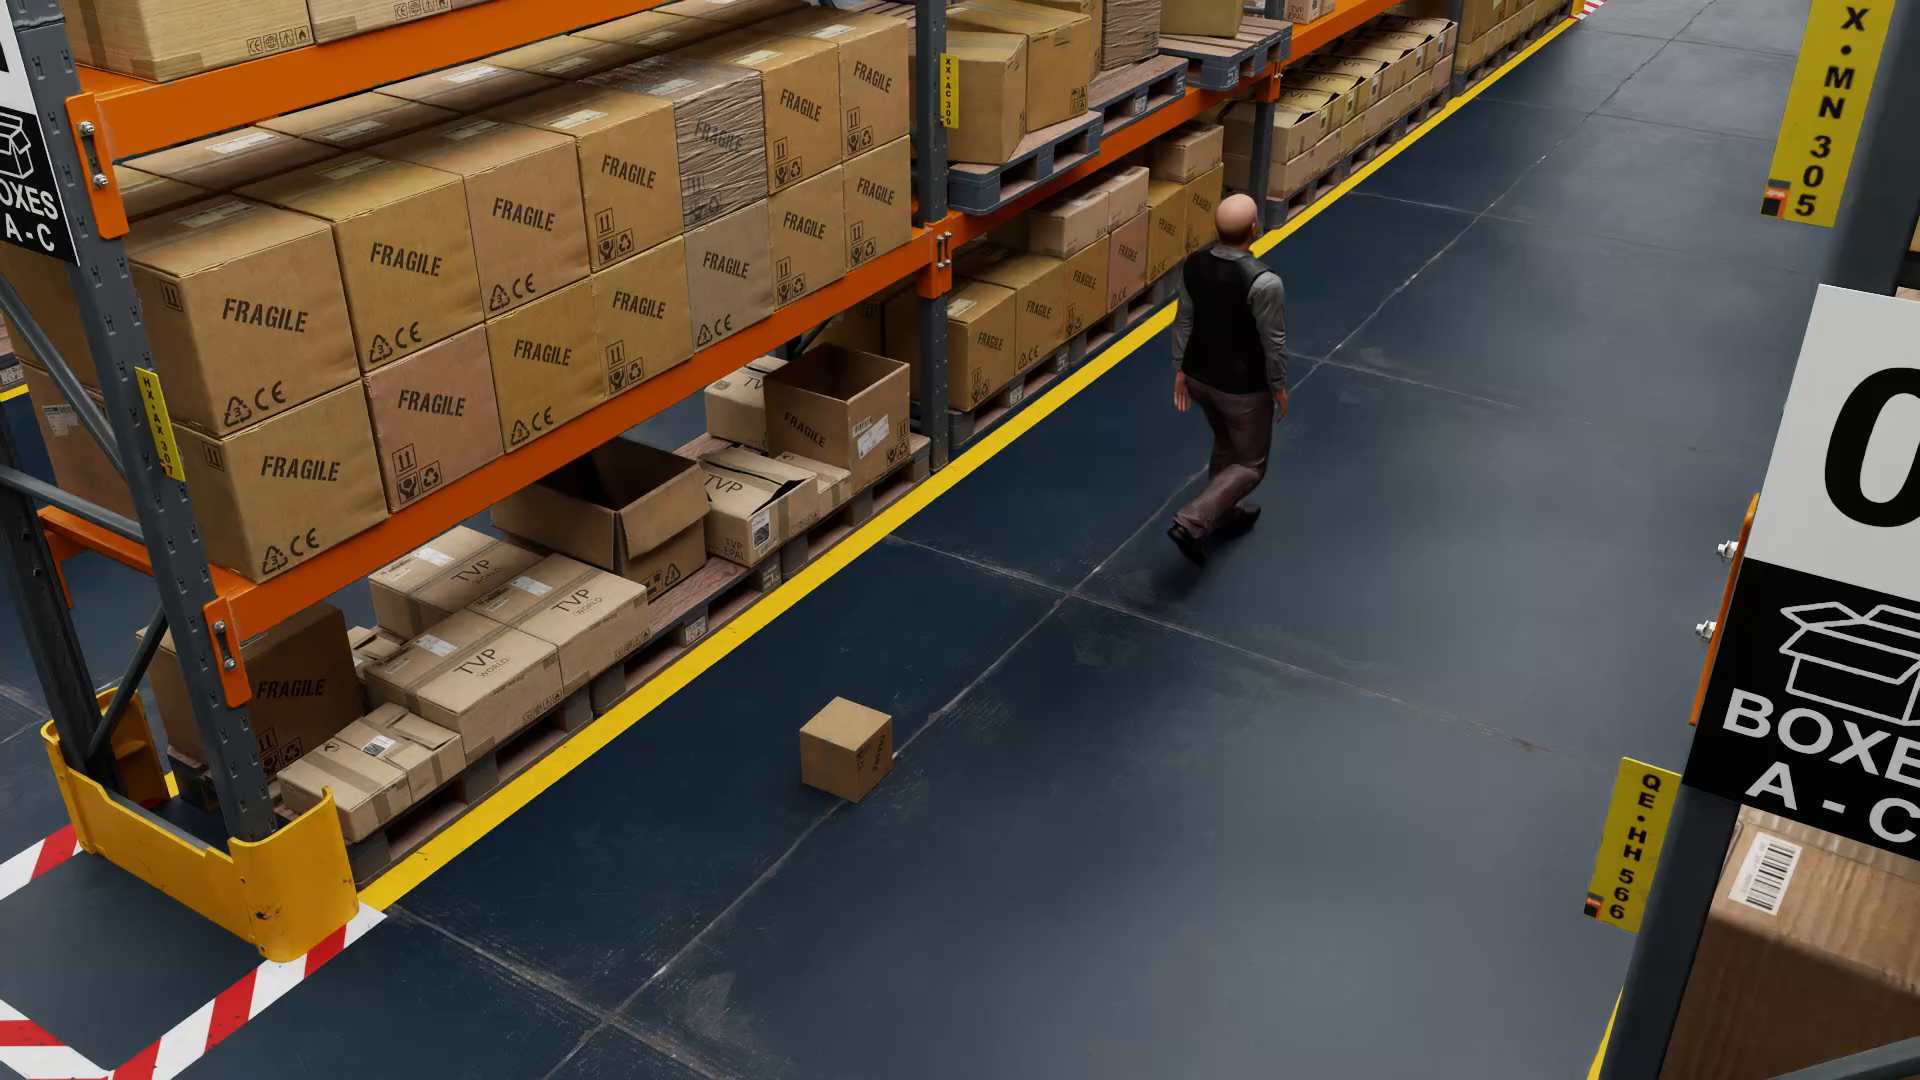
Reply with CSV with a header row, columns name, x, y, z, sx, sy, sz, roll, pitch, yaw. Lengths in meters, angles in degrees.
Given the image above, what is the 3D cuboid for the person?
name,x,y,z,sx,sy,sz,roll,pitch,yaw
person,1.166,-0.692,7.315,0.821,1.694,0.531,-24,38,-35
